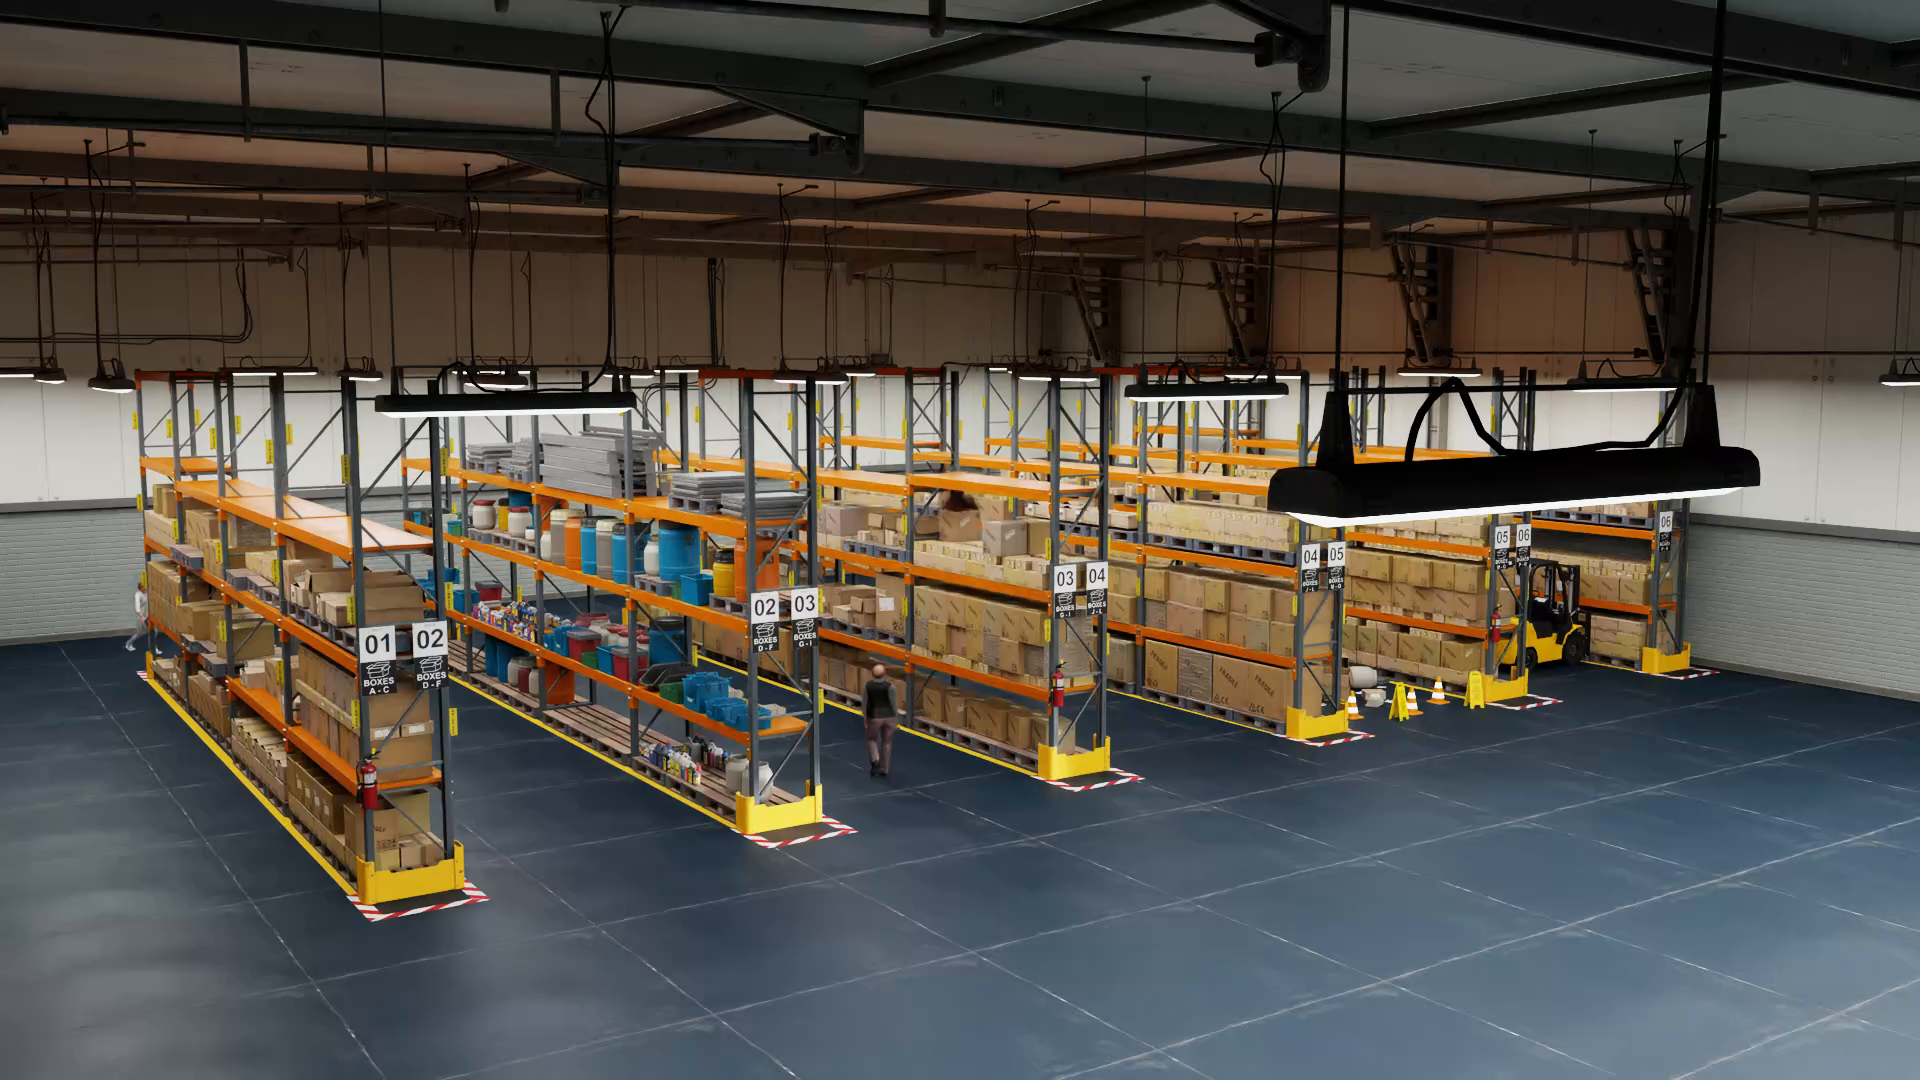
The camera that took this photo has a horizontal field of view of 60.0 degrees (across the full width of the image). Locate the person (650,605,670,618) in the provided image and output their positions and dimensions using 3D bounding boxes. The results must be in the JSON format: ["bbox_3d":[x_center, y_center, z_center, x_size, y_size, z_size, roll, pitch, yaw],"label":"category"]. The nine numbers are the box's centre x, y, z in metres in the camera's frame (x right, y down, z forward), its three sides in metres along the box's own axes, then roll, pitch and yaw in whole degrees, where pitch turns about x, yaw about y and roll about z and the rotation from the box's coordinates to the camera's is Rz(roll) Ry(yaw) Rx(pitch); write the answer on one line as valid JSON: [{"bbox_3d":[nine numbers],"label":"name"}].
[{"bbox_3d":[-6.018,1.741,33.244,0.459,1.680,0.401,3,7,26],"label":"person"}]

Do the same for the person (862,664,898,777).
[{"bbox_3d":[-1.185,2.681,24.735,0.549,1.703,0.526,-1,6,-5],"label":"person"}]

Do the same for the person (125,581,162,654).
[{"bbox_3d":[-17.133,1.617,34.853,0.825,1.549,0.437,2,7,18],"label":"person"}]
